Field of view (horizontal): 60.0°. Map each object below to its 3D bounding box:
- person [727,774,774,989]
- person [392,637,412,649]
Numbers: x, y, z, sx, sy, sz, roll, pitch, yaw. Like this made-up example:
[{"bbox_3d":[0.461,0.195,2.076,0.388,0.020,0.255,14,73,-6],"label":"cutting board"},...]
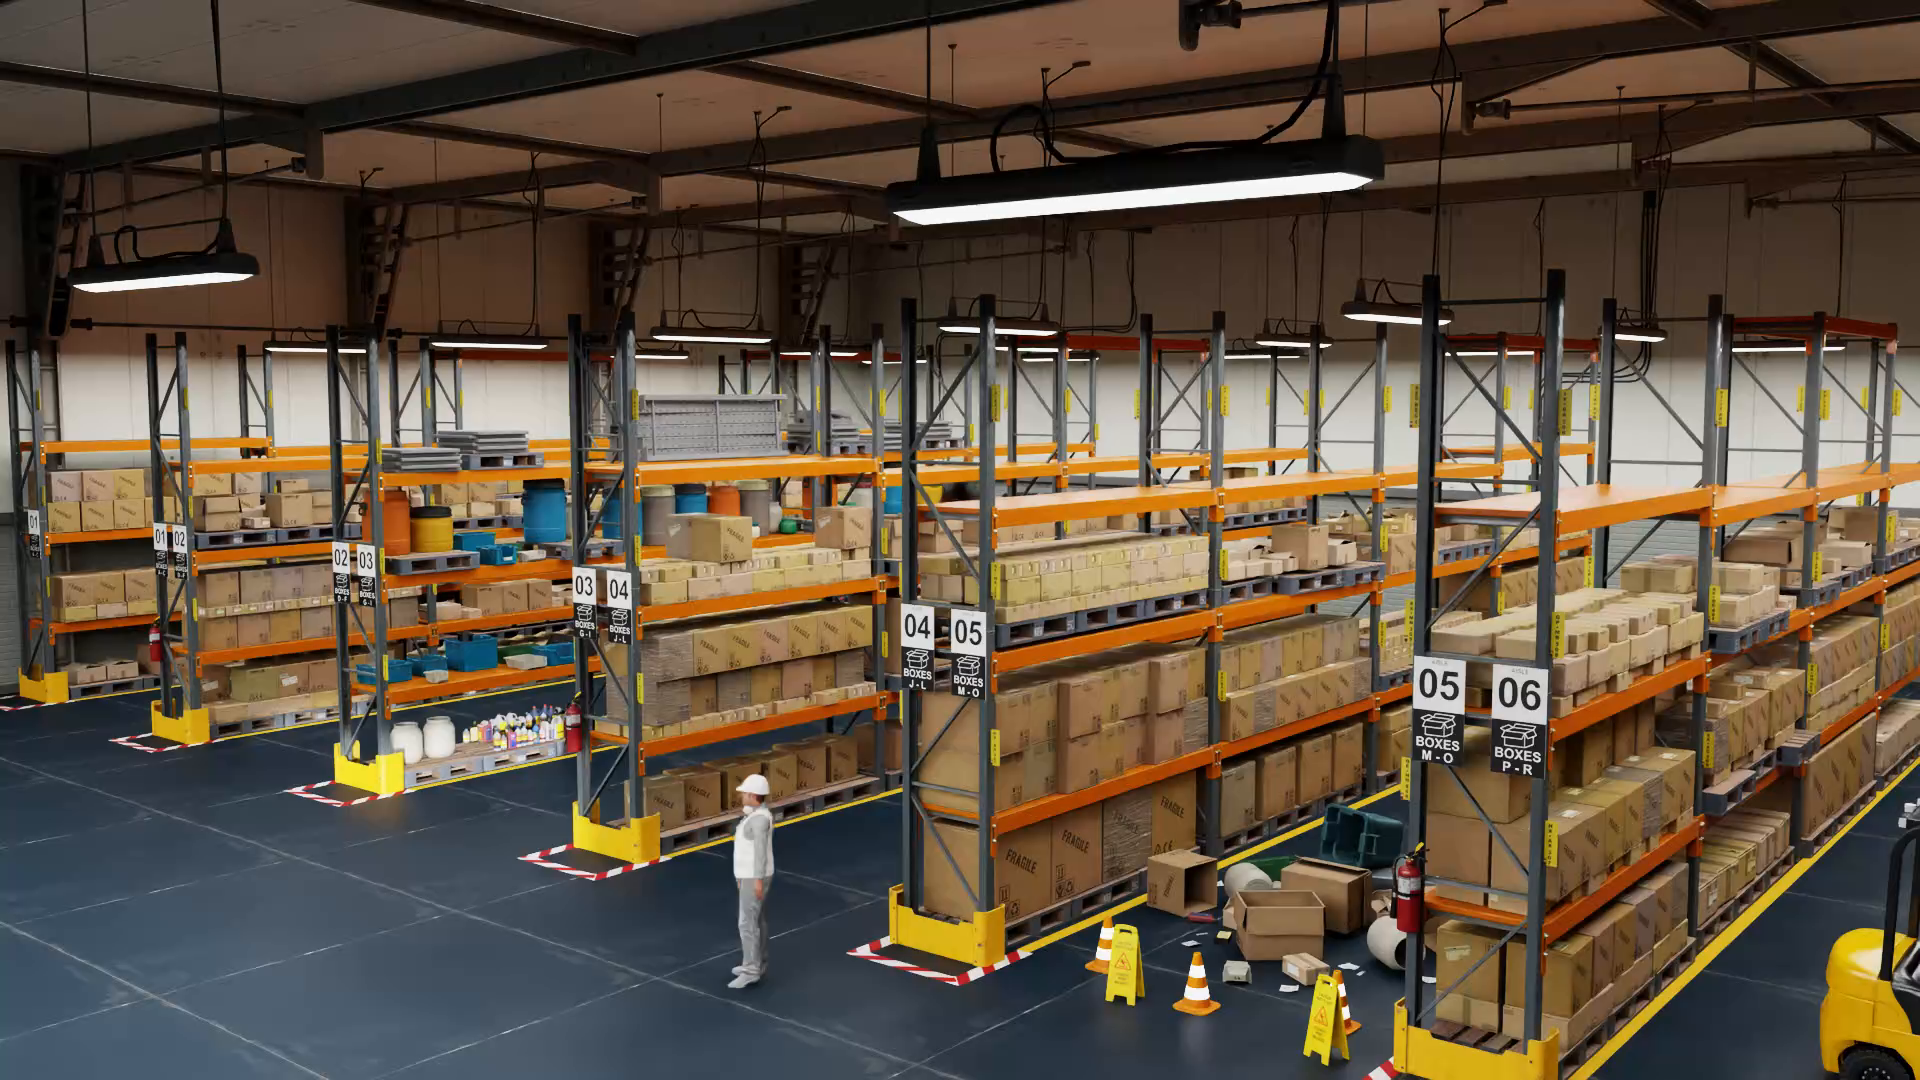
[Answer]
[{"bbox_3d":[-1.845,2.977,14.636,0.409,1.815,0.608,-1,5,-6],"label":"person"},{"bbox_3d":[-10.456,1.531,31.075,0.444,1.676,0.472,-1,5,-13],"label":"person"}]
